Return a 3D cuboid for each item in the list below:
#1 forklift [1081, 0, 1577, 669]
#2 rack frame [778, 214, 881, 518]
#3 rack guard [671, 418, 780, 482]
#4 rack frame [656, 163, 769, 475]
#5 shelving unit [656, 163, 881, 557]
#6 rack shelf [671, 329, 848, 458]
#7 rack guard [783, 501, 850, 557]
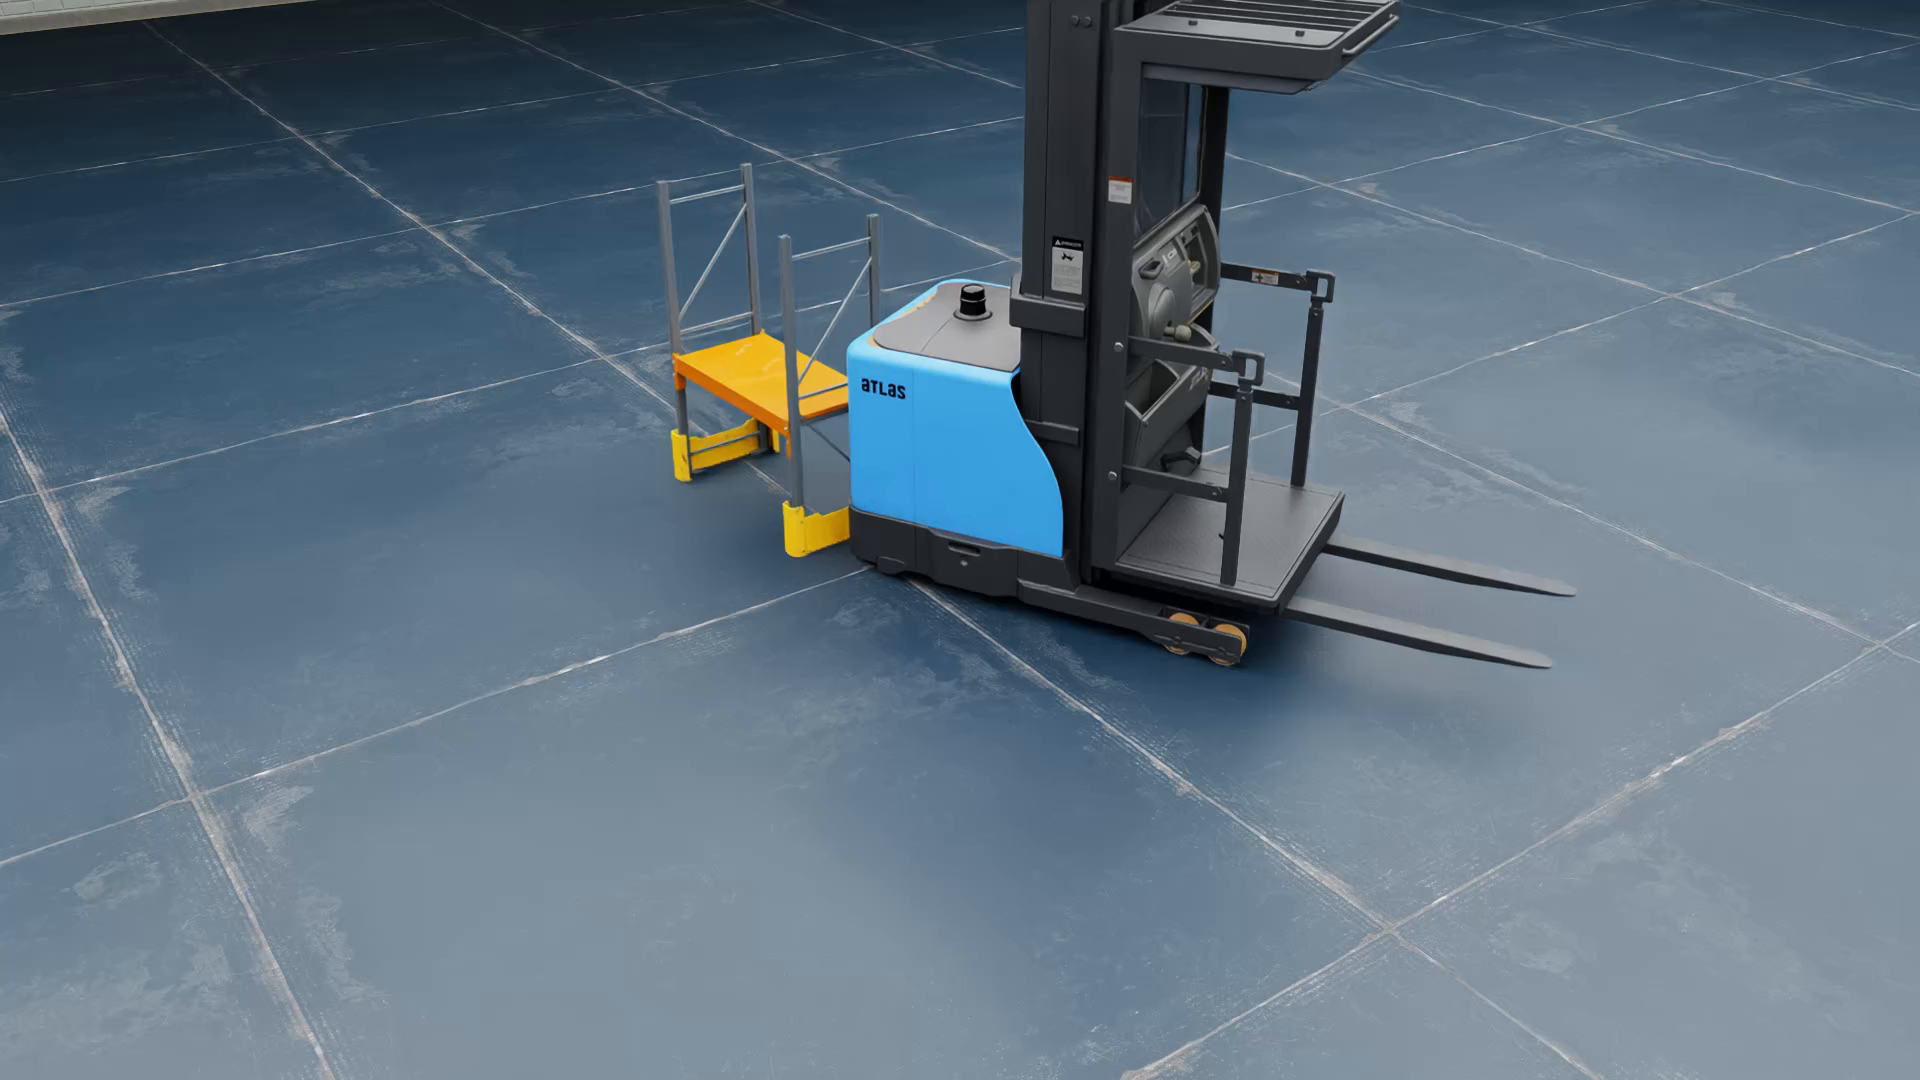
[{"bbox_3d":[1.055,-1.062,6.635,3.031,2.935,1.121,13,31,23],"label":"forklift"},{"bbox_3d":[-0.555,-0.678,7.427,0.500,1.500,0.032,-21,35,-33],"label":"rack frame"},{"bbox_3d":[-1.180,-0.500,8.408,0.587,0.250,0.087,-21,35,-33],"label":"rack guard"},{"bbox_3d":[-1.192,-1.056,8.123,0.500,1.500,0.032,-21,35,-33],"label":"rack frame"},{"bbox_3d":[-0.868,-0.864,7.769,0.587,1.500,1.083,-21,35,-33],"label":"shelving unit"},{"bbox_3d":[-0.873,-0.709,7.861,0.538,0.185,1.000,-21,35,-33],"label":"rack shelf"},{"bbox_3d":[-0.555,-0.129,7.726,0.587,0.250,0.087,-21,35,-33],"label":"rack guard"}]
